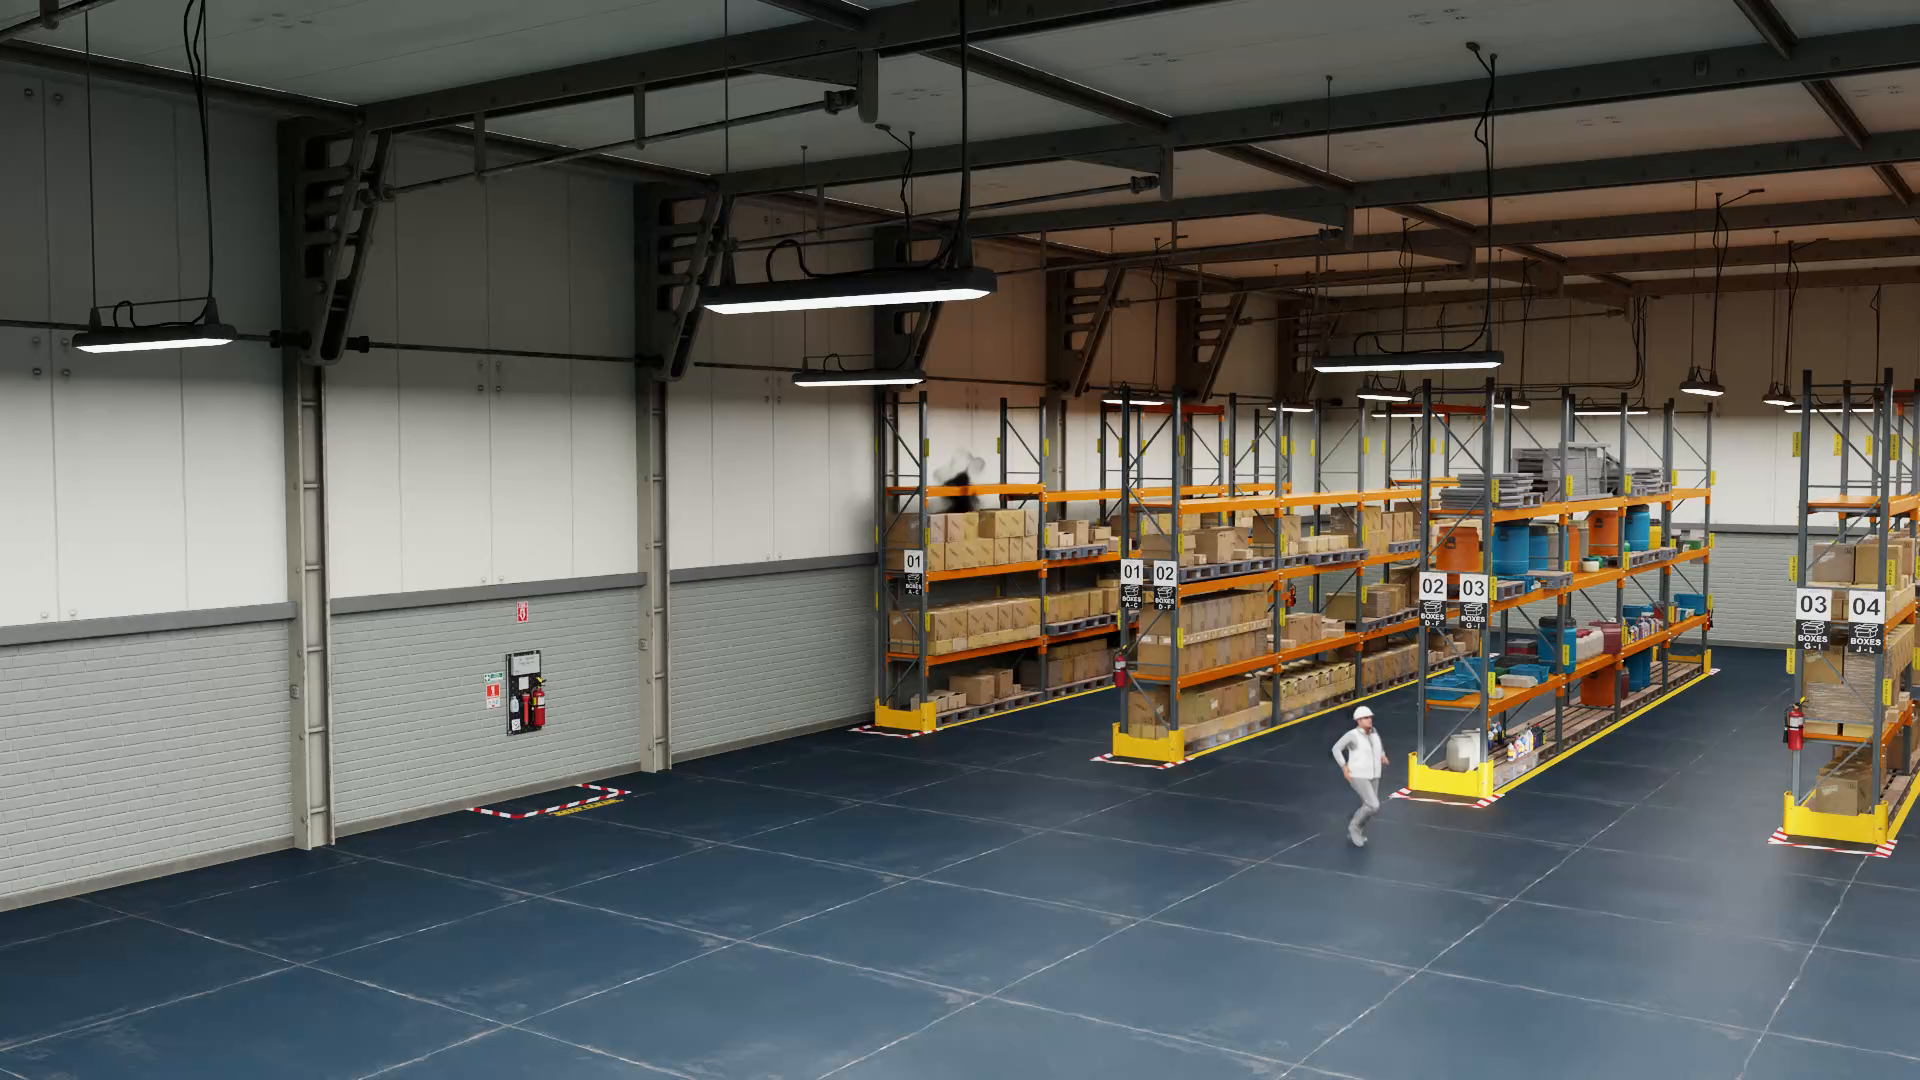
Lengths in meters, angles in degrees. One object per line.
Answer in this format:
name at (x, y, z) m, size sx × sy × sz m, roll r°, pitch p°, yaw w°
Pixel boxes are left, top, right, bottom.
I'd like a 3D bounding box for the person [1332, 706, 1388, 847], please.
person at (5.079, 2.963, 20.802) m, size 0.638 × 1.751 × 0.670 m, roll -2°, pitch 4°, yaw -33°
